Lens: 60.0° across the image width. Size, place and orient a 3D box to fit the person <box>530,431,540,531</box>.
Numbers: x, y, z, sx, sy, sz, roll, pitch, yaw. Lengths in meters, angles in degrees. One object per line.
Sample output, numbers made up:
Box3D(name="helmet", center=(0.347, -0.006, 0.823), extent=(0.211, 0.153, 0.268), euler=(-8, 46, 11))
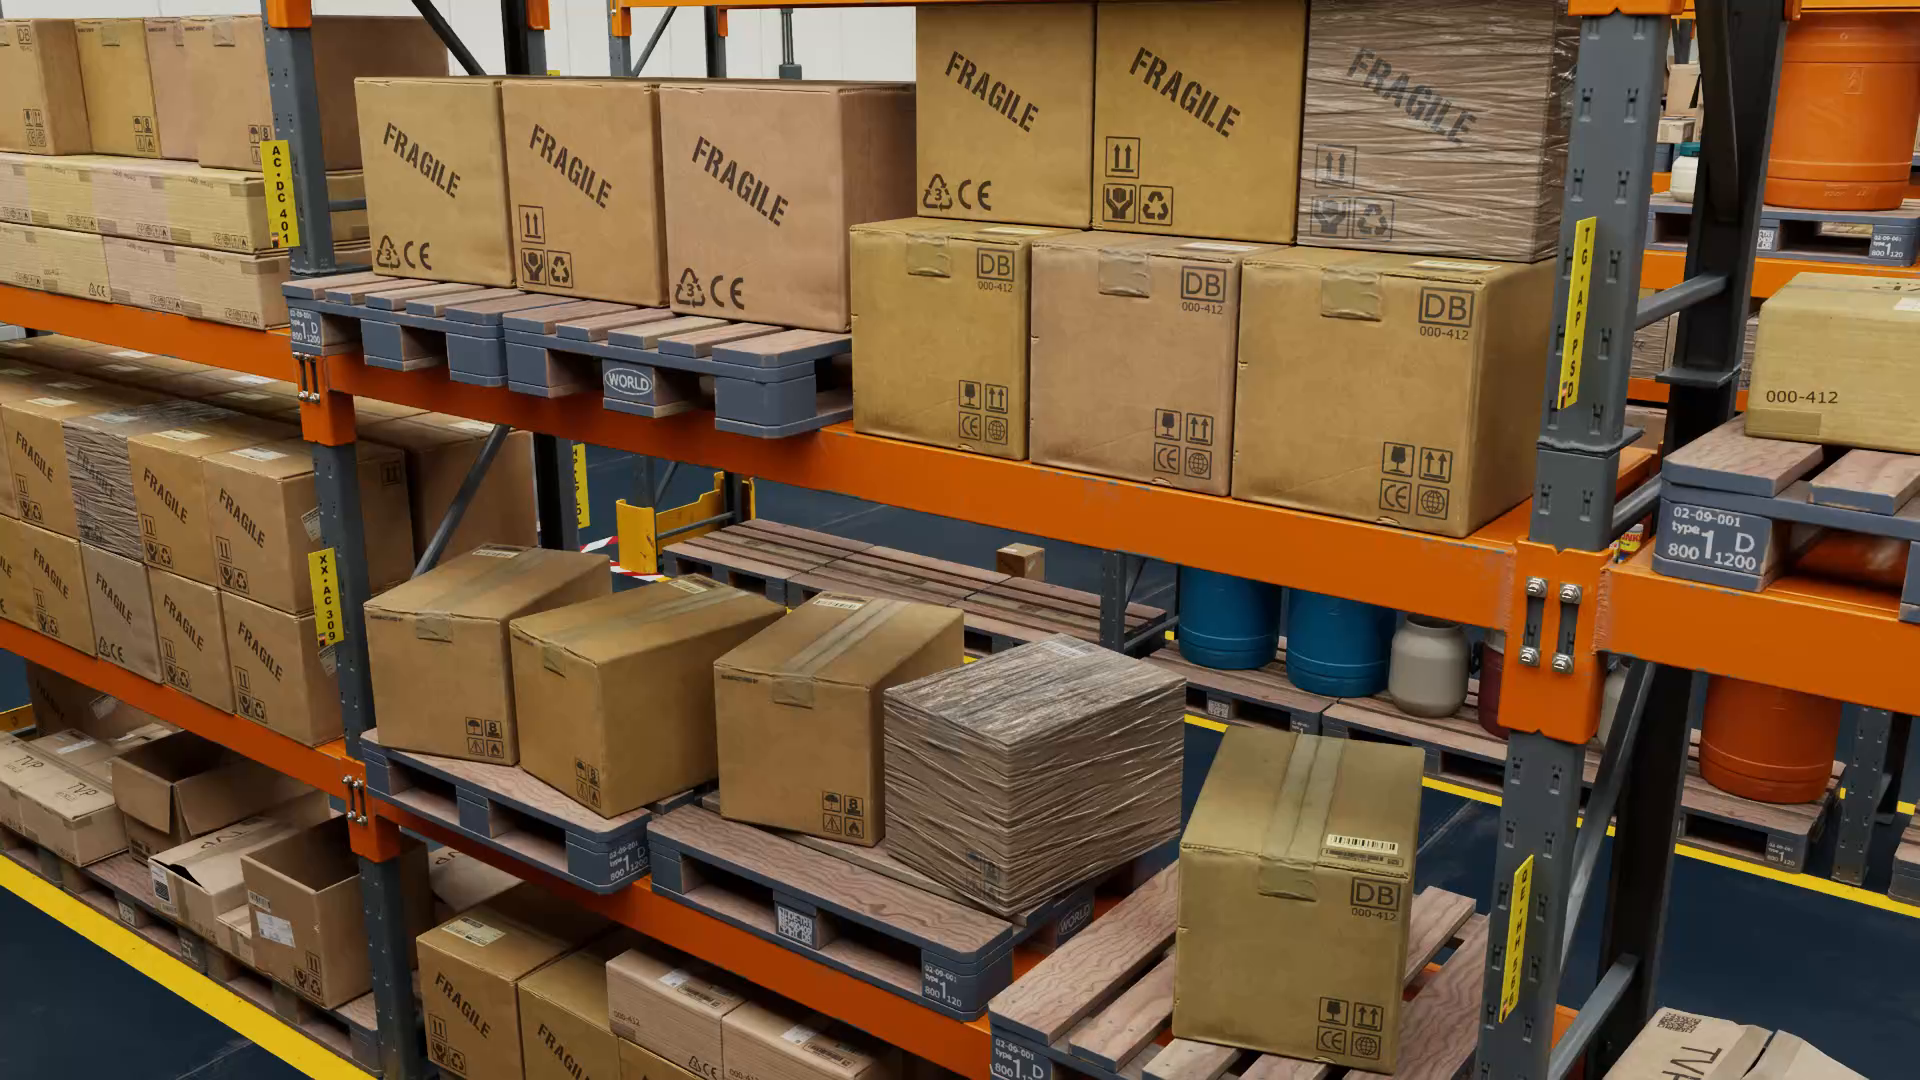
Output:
Box3D(name="person", center=(-3.247, -0.747, 12.901), extent=(0.537, 1.411, 0.432), euler=(11, 20, 32))
